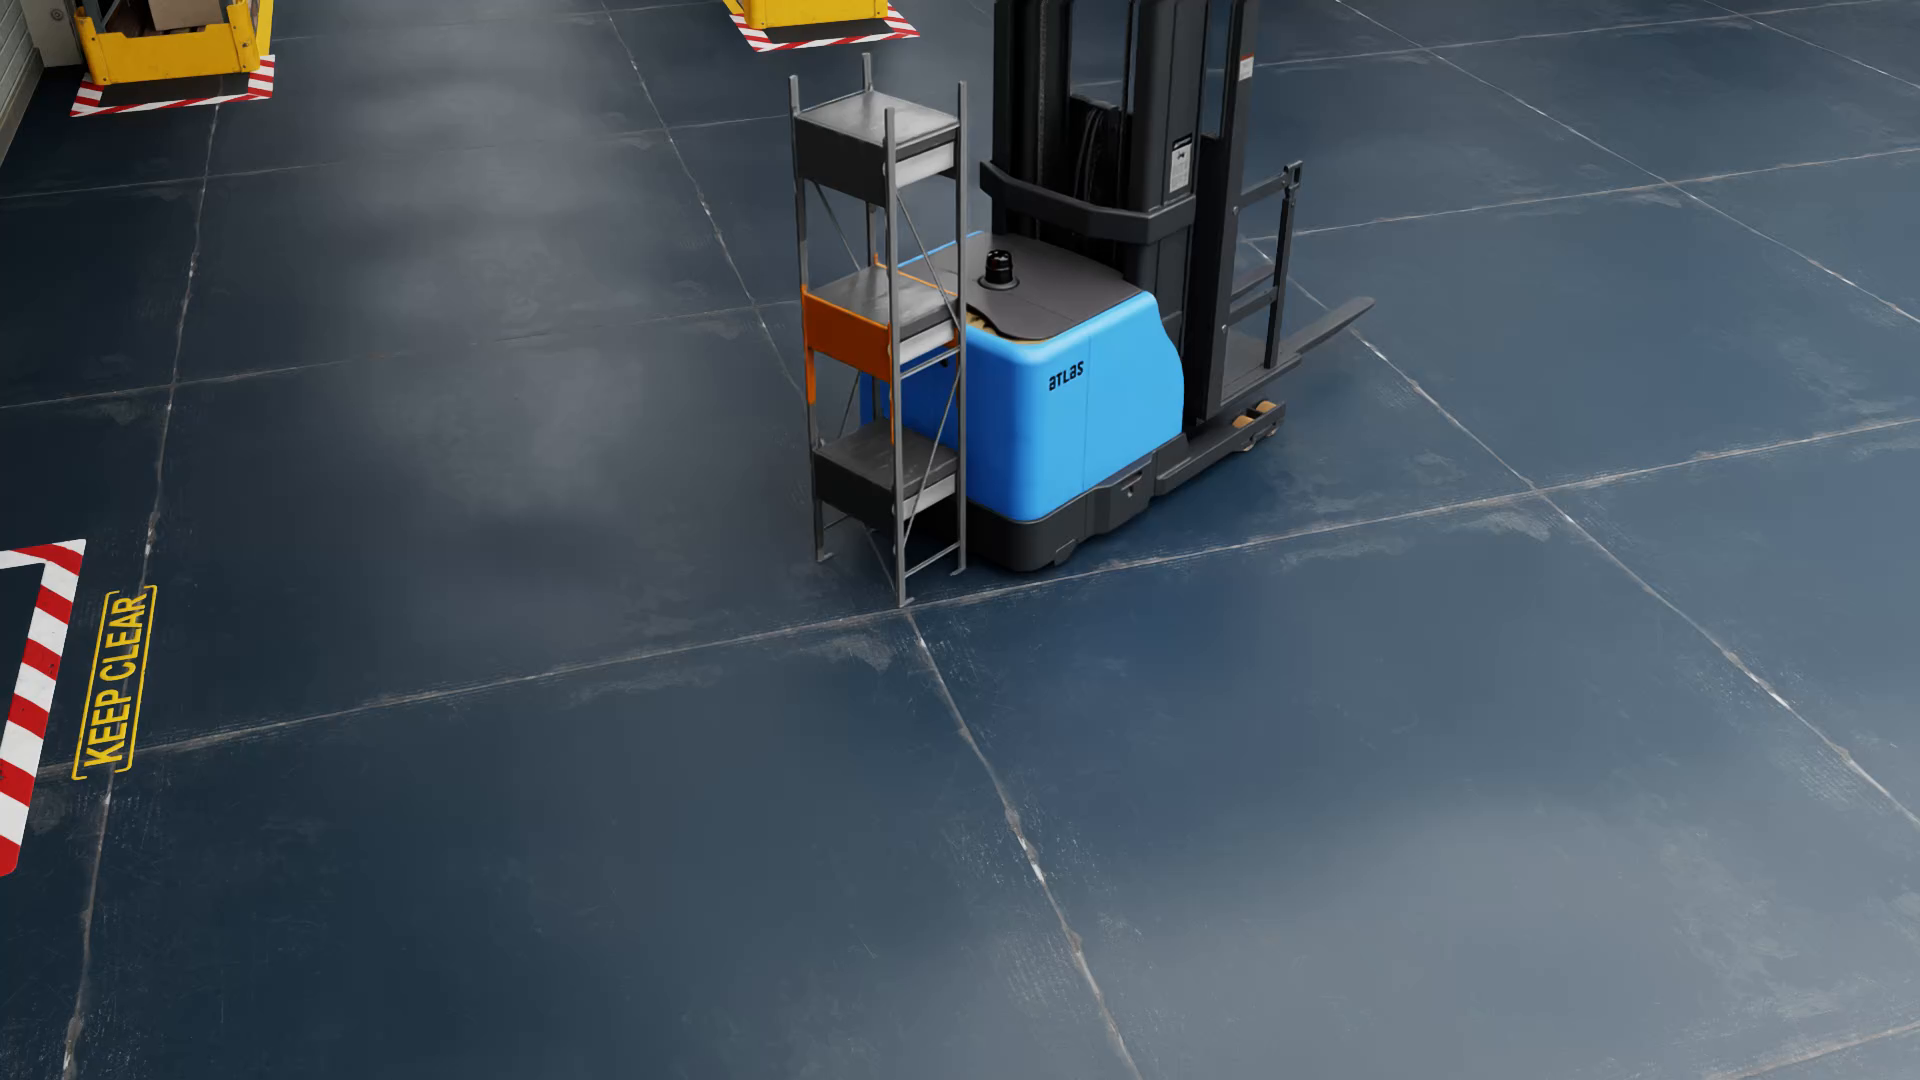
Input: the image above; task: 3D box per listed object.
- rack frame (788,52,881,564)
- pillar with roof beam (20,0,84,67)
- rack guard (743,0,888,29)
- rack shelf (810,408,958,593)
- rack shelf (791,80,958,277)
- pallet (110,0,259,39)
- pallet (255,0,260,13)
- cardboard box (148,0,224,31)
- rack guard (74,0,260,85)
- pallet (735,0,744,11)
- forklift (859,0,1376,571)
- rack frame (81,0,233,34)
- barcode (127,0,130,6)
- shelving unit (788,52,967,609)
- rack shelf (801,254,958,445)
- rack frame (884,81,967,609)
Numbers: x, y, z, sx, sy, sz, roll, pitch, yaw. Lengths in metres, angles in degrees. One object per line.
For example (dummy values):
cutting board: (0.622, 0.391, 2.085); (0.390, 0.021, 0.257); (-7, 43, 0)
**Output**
rack frame: (-0.475, -0.857, 6.643); (0.015, 2.100, 0.400); (27, 42, 35)
pillar with roof beam: (-2.855, -8.221, 11.528); (9.100, 9.000, 0.400); (-10, 35, -15)
rack guard: (-1.194, -4.551, 13.684); (1.175, 0.500, 0.348); (-10, 35, -15)
rack shelf: (-0.296, -0.170, 6.898); (0.480, 0.518, 0.431); (27, 42, 35)
rack shelf: (-0.296, -1.338, 6.126); (0.480, 0.518, 0.431); (27, 42, 35)
pallet: (-6.155, -4.081, 13.234); (1.003, 0.211, 1.213); (-10, 35, -15)
pallet: (-6.524, -4.720, 14.202); (1.003, 0.211, 1.213); (-10, 35, -15)
cardboard box: (-6.043, -4.212, 12.943); (0.500, 0.311, 0.500); (-14, 36, -20)
rack guard: (-5.941, -3.769, 12.500); (1.175, 0.500, 0.348); (-10, 35, -15)
pallet: (-1.475, -4.838, 14.380); (1.003, 0.211, 1.213); (-10, 35, -15)
forklift: (0.918, -1.816, 7.339); (1.130, 2.935, 3.031); (27, 42, 35)
rack frame: (-5.918, -4.772, 11.751); (1.000, 3.000, 0.127); (-10, 35, -15)
barcode: (-6.430, -4.158, 12.853); (0.001, 0.075, 0.075); (-10, 35, -15)
shelving unit: (-0.296, -0.766, 6.504); (0.503, 2.100, 0.431); (27, 42, 35)
rack shelf: (-0.296, -0.754, 6.512); (0.480, 0.518, 0.431); (27, 42, 35)
rack frame: (-0.117, -0.674, 6.366); (0.015, 2.100, 0.400); (27, 42, 35)
